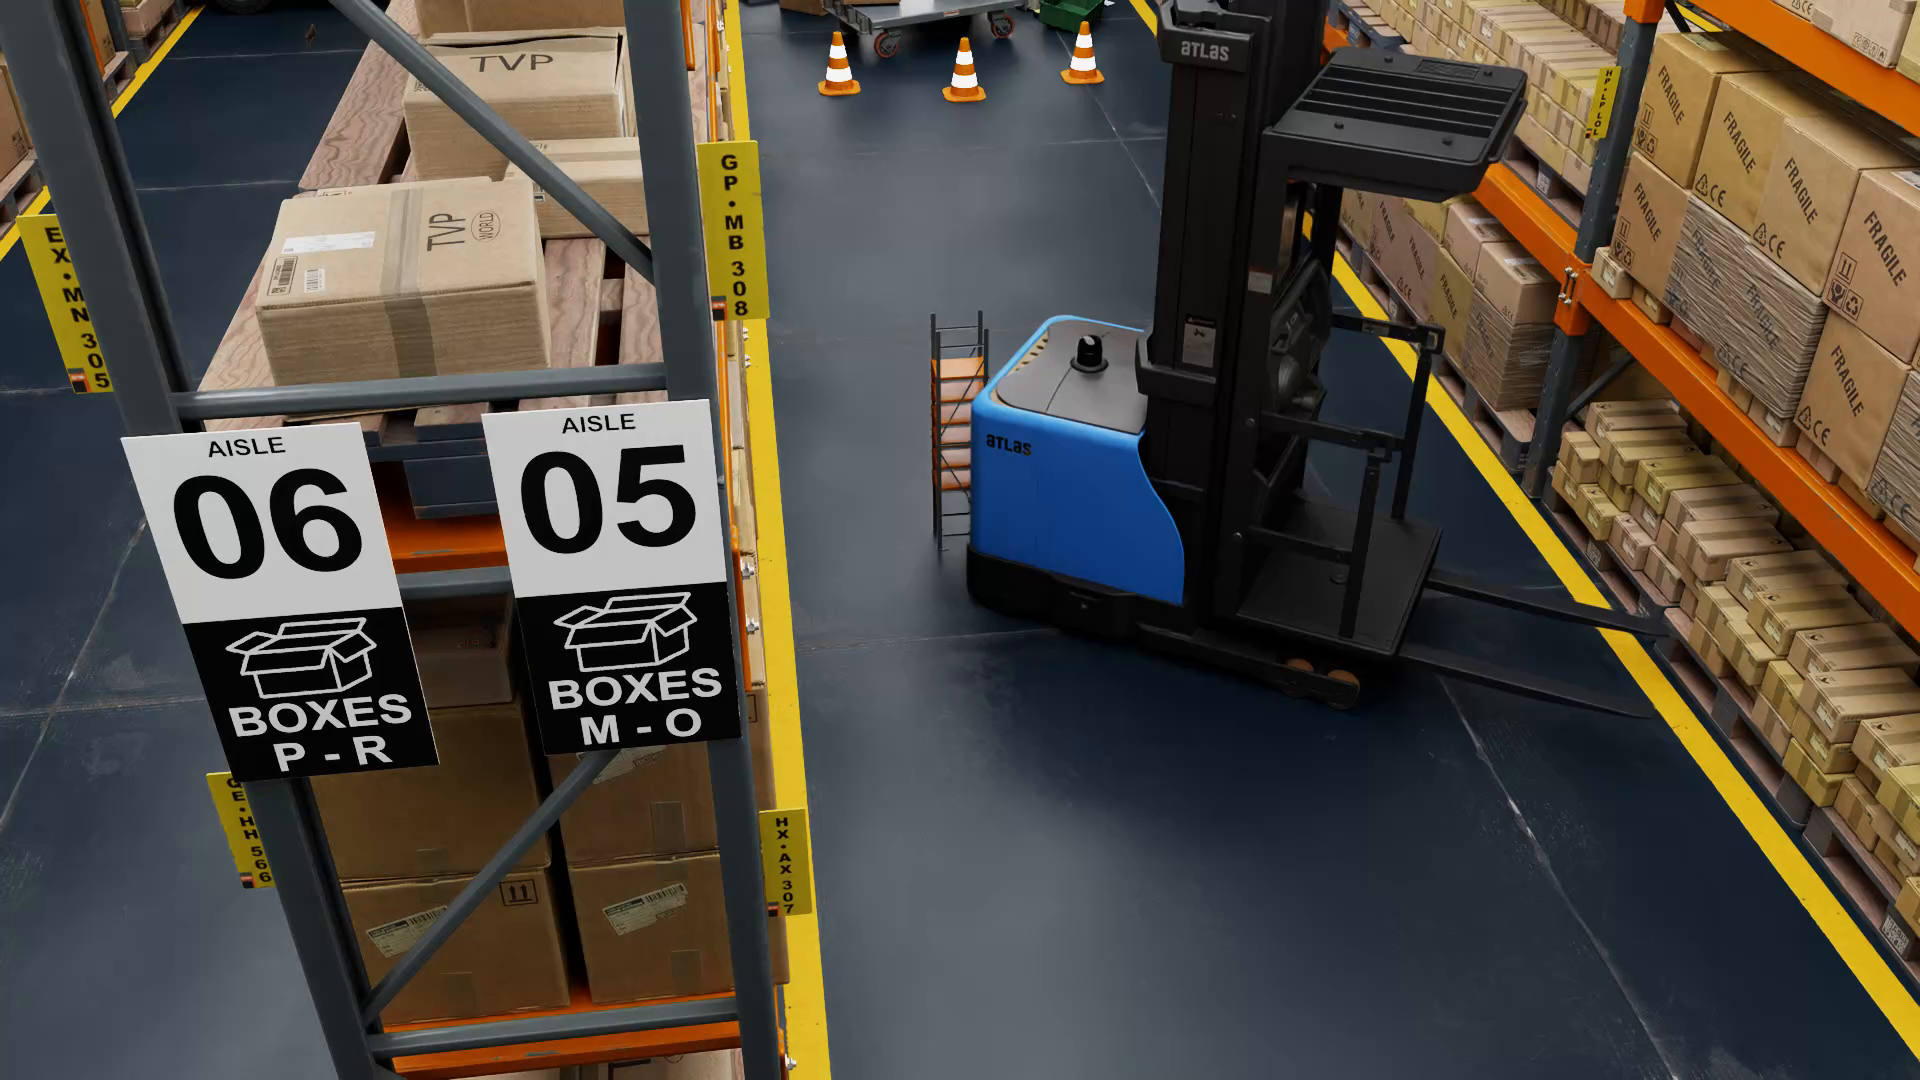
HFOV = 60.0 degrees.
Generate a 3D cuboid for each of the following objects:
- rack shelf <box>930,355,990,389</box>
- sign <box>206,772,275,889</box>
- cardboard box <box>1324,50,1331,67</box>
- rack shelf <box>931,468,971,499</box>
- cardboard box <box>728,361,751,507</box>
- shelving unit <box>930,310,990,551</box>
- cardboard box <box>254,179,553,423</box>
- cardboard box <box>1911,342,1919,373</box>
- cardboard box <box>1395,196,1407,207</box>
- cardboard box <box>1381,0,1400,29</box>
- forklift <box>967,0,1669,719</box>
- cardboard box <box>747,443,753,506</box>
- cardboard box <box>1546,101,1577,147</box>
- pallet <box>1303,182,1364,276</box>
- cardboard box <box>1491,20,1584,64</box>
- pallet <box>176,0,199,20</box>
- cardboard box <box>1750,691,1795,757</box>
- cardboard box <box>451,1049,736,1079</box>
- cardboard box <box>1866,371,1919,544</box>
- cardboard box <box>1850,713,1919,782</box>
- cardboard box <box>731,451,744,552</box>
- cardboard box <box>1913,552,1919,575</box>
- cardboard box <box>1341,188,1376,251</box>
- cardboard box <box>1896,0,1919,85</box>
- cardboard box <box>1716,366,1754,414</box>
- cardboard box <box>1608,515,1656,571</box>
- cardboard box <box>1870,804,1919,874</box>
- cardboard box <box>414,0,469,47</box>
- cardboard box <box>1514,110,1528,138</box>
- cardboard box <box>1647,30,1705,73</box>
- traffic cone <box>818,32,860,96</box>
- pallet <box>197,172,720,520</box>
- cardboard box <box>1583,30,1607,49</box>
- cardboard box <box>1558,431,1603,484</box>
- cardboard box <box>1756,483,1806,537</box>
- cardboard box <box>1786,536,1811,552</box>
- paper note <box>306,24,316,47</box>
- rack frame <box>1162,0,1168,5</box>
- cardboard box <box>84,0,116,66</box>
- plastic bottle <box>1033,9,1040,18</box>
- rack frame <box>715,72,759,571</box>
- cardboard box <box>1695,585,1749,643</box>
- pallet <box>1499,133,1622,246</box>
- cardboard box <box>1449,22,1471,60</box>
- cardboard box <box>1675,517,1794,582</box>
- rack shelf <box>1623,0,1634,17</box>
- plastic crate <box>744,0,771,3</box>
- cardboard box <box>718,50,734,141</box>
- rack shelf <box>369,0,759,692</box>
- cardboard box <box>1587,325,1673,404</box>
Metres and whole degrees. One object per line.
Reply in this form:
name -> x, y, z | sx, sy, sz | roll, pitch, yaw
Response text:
rack shelf -> -0.002, -0.765, 7.746 | 0.258, 0.103, 0.180 | -4, 35, -6
sign -> -1.476, 0.605, 3.460 | 0.100, 0.325, 0.005 | -4, 35, -6
cardboard box -> 2.886, -3.338, 12.109 | 1.050, 0.750, 0.750 | -5, 35, -7
rack shelf -> -0.002, -0.269, 8.084 | 0.258, 0.103, 0.180 | -4, 35, -6
cardboard box -> -0.872, -0.170, 4.860 | 0.500, 0.500, 0.500 | -5, 35, -7
shelving unit -> -0.002, -0.504, 7.924 | 0.258, 1.200, 0.189 | -4, 35, -6
cardboard box -> -1.086, -0.489, 3.311 | 0.500, 0.250, 0.500 | -7, 35, -11
cardboard box -> 3.500, -0.669, 5.328 | 0.500, 0.500, 0.500 | -3, 34, -4
cardboard box -> 2.854, -2.235, 10.046 | 0.500, 0.250, 0.500 | -4, 34, -6
cardboard box -> 2.812, -3.252, 10.208 | 0.380, 0.149, 0.250 | -3, 34, -4
forklift -> 1.593, -0.825, 6.857 | 3.031, 2.935, 1.130 | 14, 37, 20
cardboard box -> -0.947, -0.026, 5.536 | 0.500, 0.500, 0.500 | -3, 34, -5
cardboard box -> 3.131, -2.062, 8.198 | 0.380, 0.149, 0.250 | -4, 34, -6
pallet -> 2.983, -2.159, 11.231 | 1.003, 0.211, 1.213 | -4, 35, -6
cardboard box -> 3.035, -2.618, 8.750 | 0.380, 0.149, 0.250 | -5, 35, -8
pallet -> -7.701, -5.147, 15.616 | 1.003, 0.211, 1.213 | -4, 35, -6
cardboard box -> 3.433, 0.725, 6.681 | 0.380, 0.149, 0.250 | -4, 34, -5
cardboard box -> -1.124, 1.673, 5.034 | 0.875, 0.438, 0.875 | -5, 35, -8
cardboard box -> 3.498, -0.249, 5.598 | 0.500, 0.500, 0.500 | -4, 35, -6
cardboard box -> 3.523, 0.770, 6.086 | 0.380, 0.149, 0.250 | -6, 35, -8
cardboard box -> -0.737, -0.088, 4.163 | 0.380, 0.149, 0.250 | -3, 34, -5
cardboard box -> 3.522, 0.090, 5.678 | 0.380, 0.149, 0.250 | -6, 35, -8
cardboard box -> 2.792, -2.194, 10.652 | 0.500, 0.500, 0.500 | -4, 34, -6
cardboard box -> 3.411, -1.552, 5.333 | 0.500, 0.250, 0.500 | -3, 34, -4
cardboard box -> 3.327, -0.648, 6.760 | 0.380, 0.149, 0.250 | -4, 34, -5
cardboard box -> 3.268, 0.000, 7.745 | 0.380, 0.149, 0.250 | -5, 35, -7
cardboard box -> 3.530, 1.036, 5.961 | 0.380, 0.149, 0.250 | -6, 35, -8
cardboard box -> -1.261, -1.831, 5.056 | 0.797, 0.503, 0.637 | -2, 34, -3
cardboard box -> 3.067, -2.216, 8.688 | 0.380, 0.149, 0.250 | -6, 35, -9
cardboard box -> 3.713, -2.523, 8.611 | 0.380, 0.149, 0.250 | -5, 35, -7
traffic cone -> -0.996, -3.914, 13.583 | 0.336, 0.463, 0.334 | -4, 35, -6
pallet -> -1.047, -0.468, 3.688 | 1.003, 0.211, 1.213 | -4, 35, -6
cardboard box -> 3.638, -2.694, 9.126 | 0.380, 0.149, 0.250 | -5, 35, -7
cardboard box -> 3.149, -0.407, 8.078 | 0.380, 0.149, 0.250 | -3, 34, -4
cardboard box -> 3.795, -0.149, 7.436 | 0.380, 0.149, 0.250 | -3, 34, -5
cardboard box -> 3.867, 0.104, 7.328 | 0.380, 0.149, 0.250 | -4, 34, -5
paper note -> -1.796, -1.395, 4.593 | 0.006, 0.032, 0.123 | -4, 35, -6
rack frame -> 2.341, -5.980, 14.361 | 1.000, 3.000, 0.127 | -4, 35, -6
cardboard box -> -7.387, -4.072, 13.298 | 0.875, 0.625, 0.625 | -3, 34, -4
plastic bottle -> 0.808, -4.805, 15.247 | 0.133, 0.061, 0.283 | -24, 41, -30
rack frame -> -1.474, -1.084, 7.177 | 1.000, 3.000, 0.127 | -4, 35, -6
cardboard box -> 3.358, 0.312, 7.023 | 0.380, 0.149, 0.250 | -5, 35, -7
pallet -> 3.458, -1.874, 8.506 | 1.003, 0.211, 1.213 | -4, 35, -6
cardboard box -> 2.960, -2.786, 9.261 | 0.380, 0.149, 0.250 | -3, 34, -5
cardboard box -> 3.330, 0.039, 7.160 | 0.380, 0.149, 0.250 | -4, 34, -5
rack shelf -> 3.148, -3.574, 8.806 | 1.077, 0.370, 4.000 | -4, 35, -6
plastic crate -> -1.949, -5.280, 15.927 | 0.402, 0.080, 0.583 | -16, 38, -23
cardboard box -> -1.249, -1.806, 7.260 | 0.500, 0.500, 0.500 | -4, 34, -6
rack shelf -> -1.206, -0.910, 4.897 | 1.077, 0.370, 4.000 | -4, 35, -6
cardboard box -> 3.580, -1.088, 9.030 | 0.500, 0.500, 0.500 | -3, 34, -5
